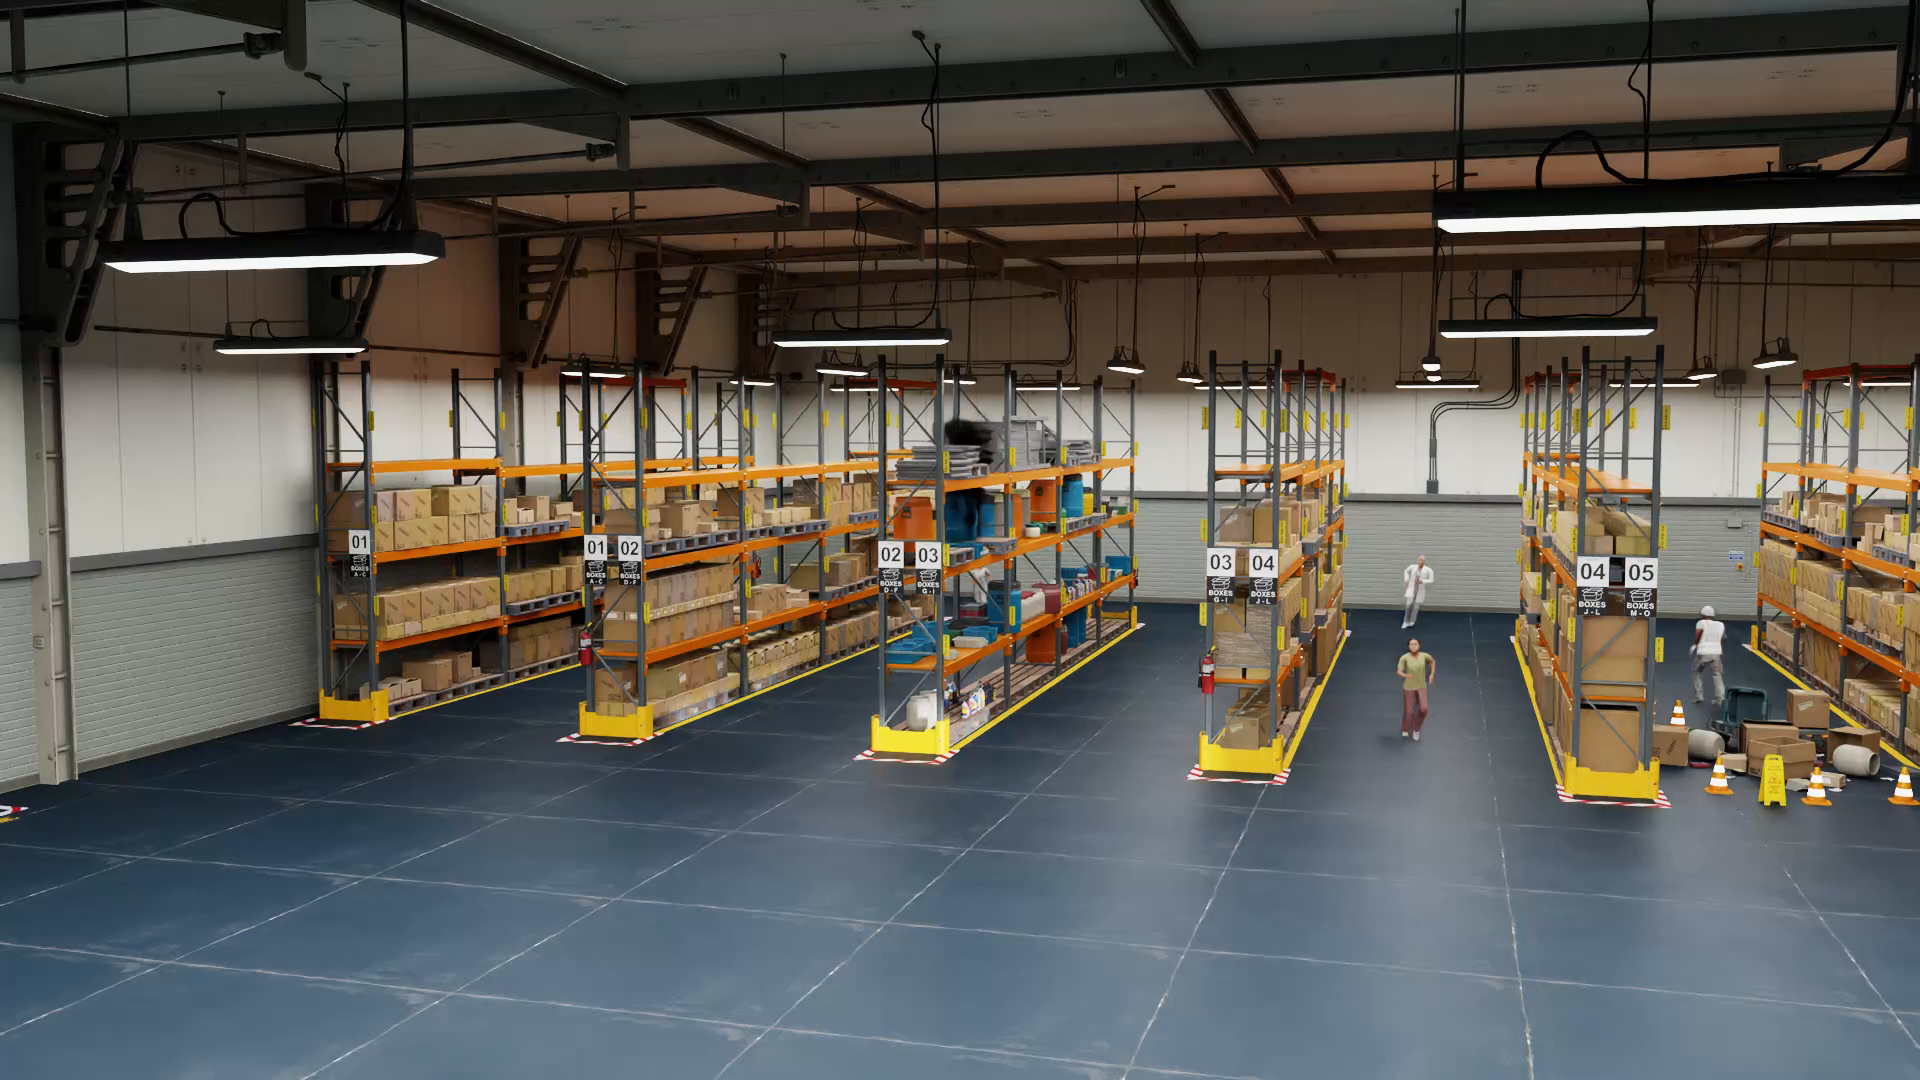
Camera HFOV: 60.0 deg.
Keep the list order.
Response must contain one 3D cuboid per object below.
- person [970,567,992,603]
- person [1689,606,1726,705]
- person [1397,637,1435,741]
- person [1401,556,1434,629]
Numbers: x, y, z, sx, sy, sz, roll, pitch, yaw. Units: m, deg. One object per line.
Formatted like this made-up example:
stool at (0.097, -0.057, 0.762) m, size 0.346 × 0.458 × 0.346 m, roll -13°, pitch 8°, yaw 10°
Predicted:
person at (0.501, 1.263, 40.968) m, size 0.518 × 1.662 × 0.679 m, roll 1°, pitch 4°, yaw 9°
person at (13.146, 2.048, 29.212) m, size 0.704 × 1.750 × 0.993 m, roll 0°, pitch 4°, yaw 5°
person at (7.093, 2.313, 25.871) m, size 0.607 × 1.620 × 0.795 m, roll 0°, pitch 4°, yaw 6°
person at (11.073, 1.273, 40.193) m, size 0.726 × 1.817 × 0.748 m, roll 1°, pitch 4°, yaw 19°
